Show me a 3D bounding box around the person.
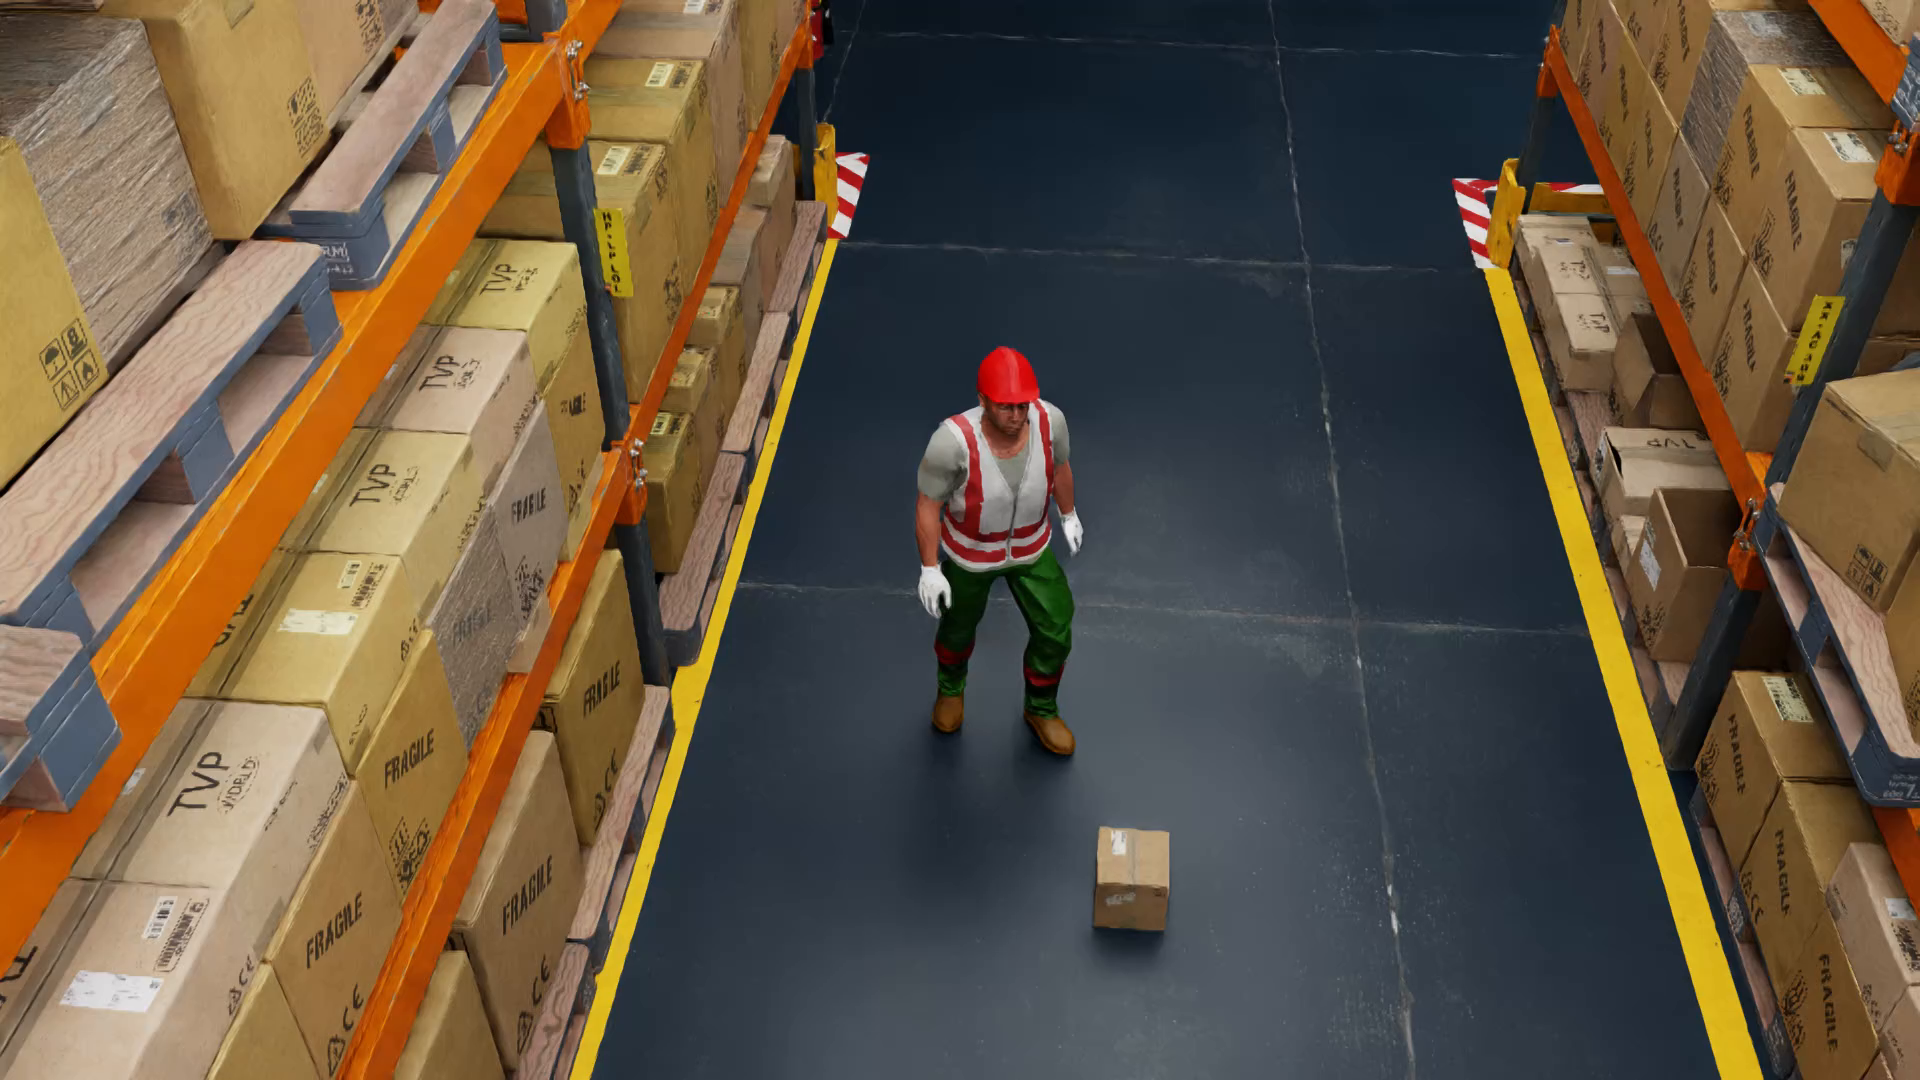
[{"bbox_3d":[0.157,0.043,6.074,0.691,1.776,0.549,-12,41,-14],"label":"person"}]
